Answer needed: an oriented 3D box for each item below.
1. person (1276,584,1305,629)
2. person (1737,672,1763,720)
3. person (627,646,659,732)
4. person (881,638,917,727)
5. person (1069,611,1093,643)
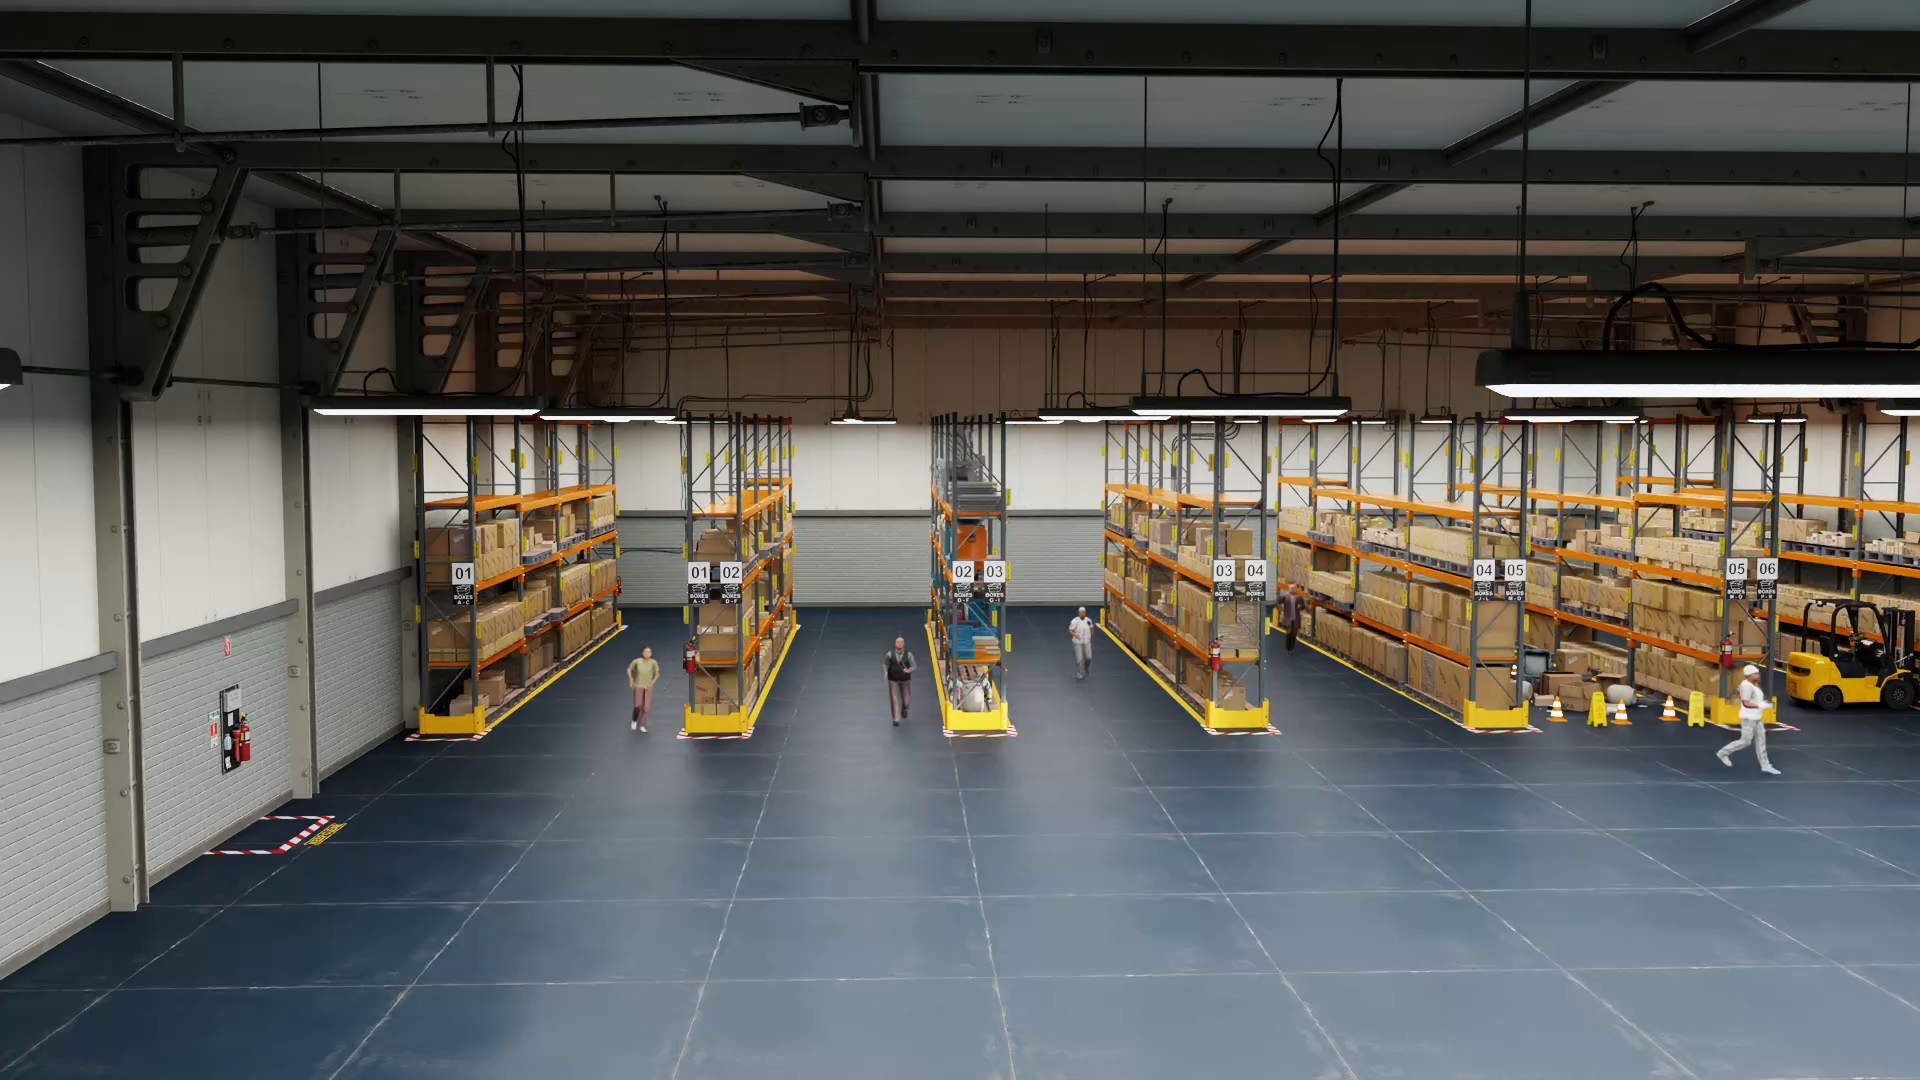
[{"bbox_3d":[8.293,1.672,41.512,0.685,1.137,0.676,0,4,-1],"label":"person"},{"bbox_3d":[13.057,2.562,27.345,0.632,0.771,0.684,3,5,37],"label":"person"},{"bbox_3d":[-5.922,2.791,31.177,0.578,1.637,0.555,-1,4,-16],"label":"person"},{"bbox_3d":[-1.175,2.725,31.886,0.686,1.688,0.797,0,4,-1],"label":"person"},{"bbox_3d":[2.774,1.969,37.666,0.612,0.834,0.555,-1,4,-8],"label":"person"}]
